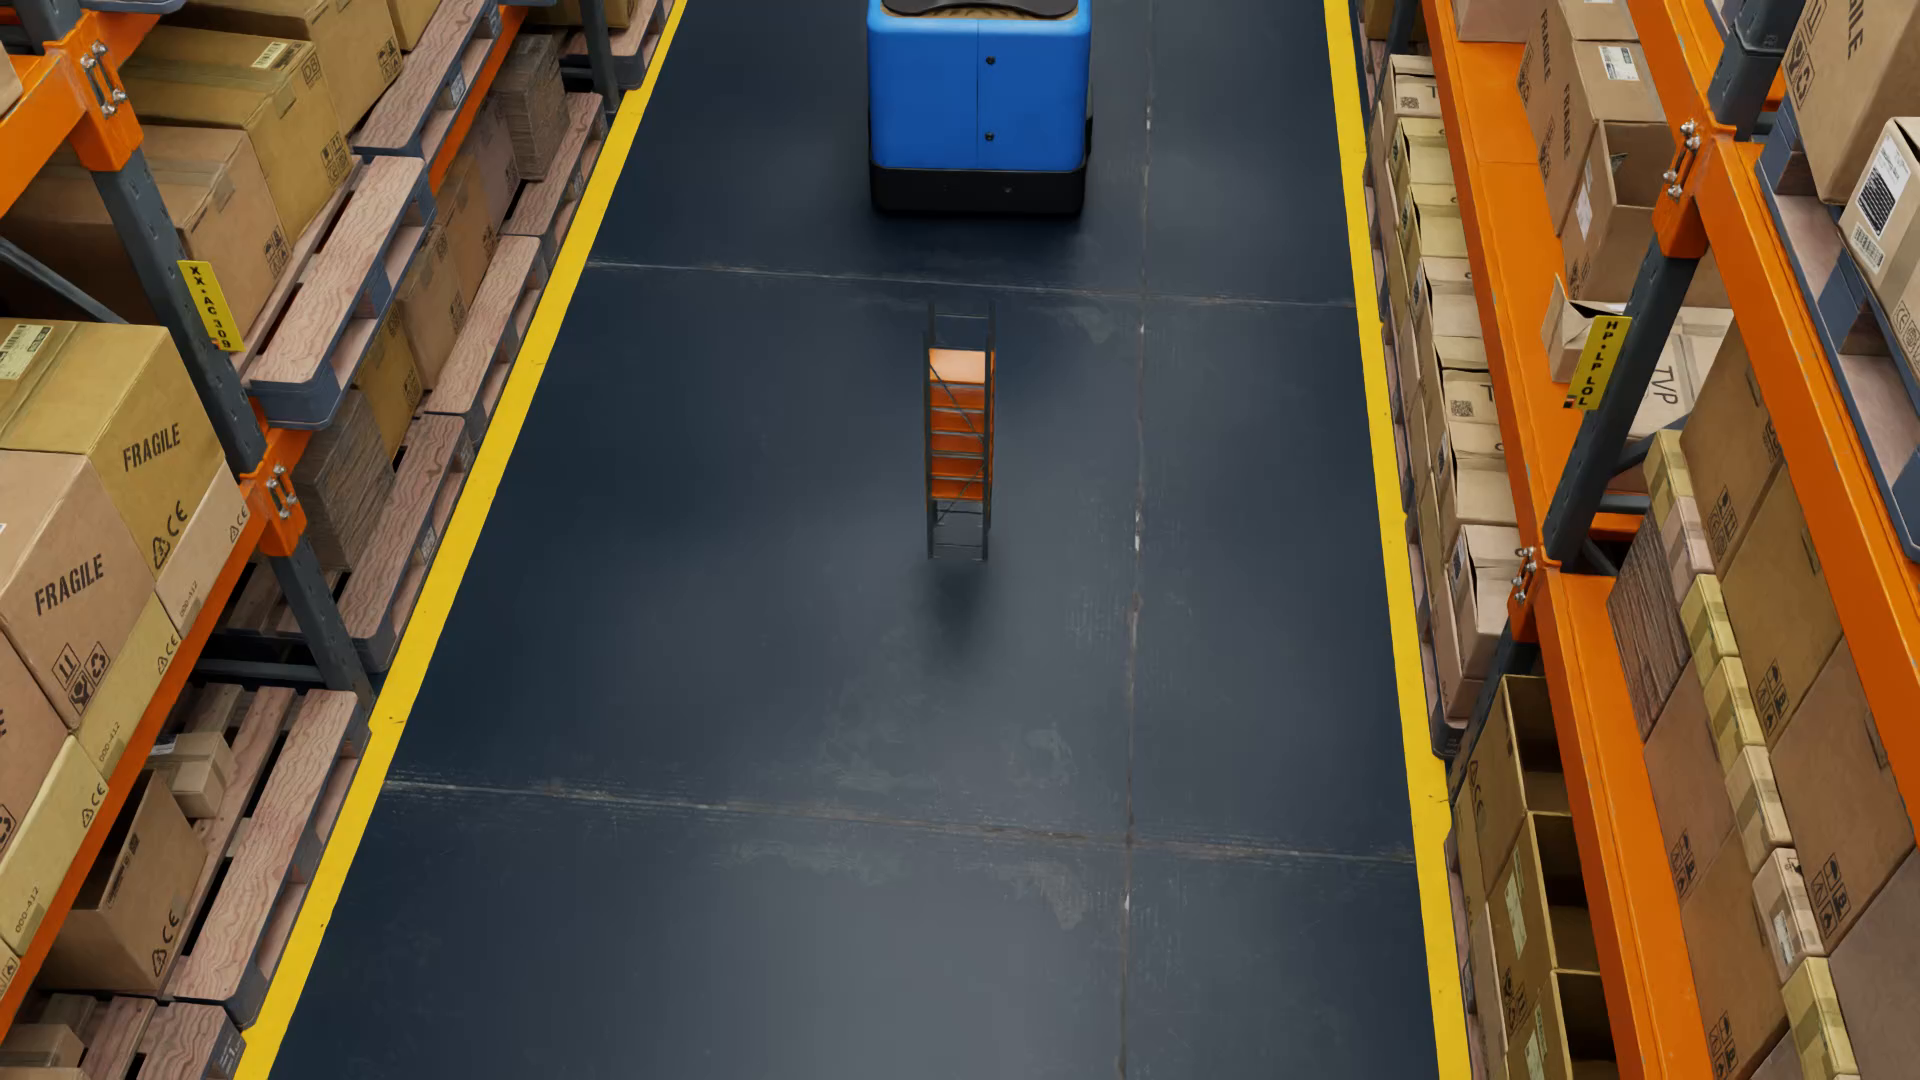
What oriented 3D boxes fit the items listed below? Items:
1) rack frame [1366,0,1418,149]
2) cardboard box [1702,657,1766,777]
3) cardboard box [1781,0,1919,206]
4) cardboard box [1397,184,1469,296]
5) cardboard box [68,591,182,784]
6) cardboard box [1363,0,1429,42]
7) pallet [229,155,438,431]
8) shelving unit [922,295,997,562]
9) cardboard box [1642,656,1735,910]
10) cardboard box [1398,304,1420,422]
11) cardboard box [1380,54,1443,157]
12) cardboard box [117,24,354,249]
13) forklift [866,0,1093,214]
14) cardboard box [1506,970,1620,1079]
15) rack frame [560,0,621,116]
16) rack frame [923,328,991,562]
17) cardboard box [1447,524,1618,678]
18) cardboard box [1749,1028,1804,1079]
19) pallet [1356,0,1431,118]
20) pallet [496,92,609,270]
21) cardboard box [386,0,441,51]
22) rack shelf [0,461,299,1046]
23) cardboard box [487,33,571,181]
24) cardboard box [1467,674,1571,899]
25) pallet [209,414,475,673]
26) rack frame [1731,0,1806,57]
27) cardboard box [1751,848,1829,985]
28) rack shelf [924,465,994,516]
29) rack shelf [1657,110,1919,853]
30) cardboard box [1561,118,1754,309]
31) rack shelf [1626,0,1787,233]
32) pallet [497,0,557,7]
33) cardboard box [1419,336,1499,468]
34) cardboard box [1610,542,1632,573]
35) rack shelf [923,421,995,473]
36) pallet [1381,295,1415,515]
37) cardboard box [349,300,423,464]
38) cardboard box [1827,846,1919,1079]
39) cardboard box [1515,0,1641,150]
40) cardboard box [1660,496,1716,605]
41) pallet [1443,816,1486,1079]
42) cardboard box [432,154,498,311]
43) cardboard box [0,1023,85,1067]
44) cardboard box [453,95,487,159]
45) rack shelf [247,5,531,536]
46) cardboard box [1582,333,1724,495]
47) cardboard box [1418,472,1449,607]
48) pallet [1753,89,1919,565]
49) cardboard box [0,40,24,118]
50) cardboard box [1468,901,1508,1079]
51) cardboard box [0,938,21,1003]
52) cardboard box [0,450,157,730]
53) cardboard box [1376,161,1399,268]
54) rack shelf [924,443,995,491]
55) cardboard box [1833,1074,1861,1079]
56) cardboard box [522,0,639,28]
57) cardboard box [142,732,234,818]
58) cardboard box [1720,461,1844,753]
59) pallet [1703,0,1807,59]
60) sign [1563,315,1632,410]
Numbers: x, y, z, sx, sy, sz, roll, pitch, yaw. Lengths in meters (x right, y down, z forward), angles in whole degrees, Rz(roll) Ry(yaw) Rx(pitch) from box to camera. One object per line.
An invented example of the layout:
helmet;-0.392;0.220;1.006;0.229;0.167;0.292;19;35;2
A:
rack frame;2.610;-3.016;7.502;1.000;3.000;0.127;4;48;4
cardboard box;1.961;0.422;3.850;0.380;0.149;0.250;3;48;3
cardboard box;1.937;-0.960;3.141;0.500;0.500;0.500;7;48;7
cardboard box;2.181;-1.293;7.125;0.500;0.311;0.500;3;48;2
cardboard box;-2.483;0.370;4.492;0.500;0.250;0.500;4;48;4
cardboard box;2.461;-3.024;8.905;0.500;0.500;0.500;6;48;5
pallet;-2.474;-0.894;5.691;1.003;0.211;1.213;4;48;4
shelving unit;-0.001;-0.394;6.323;0.258;1.200;0.189;4;48;4
cardboard box;2.169;0.604;4.123;0.700;0.500;0.500;3;48;3
cardboard box;2.136;-0.736;6.995;0.500;0.250;0.500;5;48;4
cardboard box;2.269;-2.054;7.821;0.500;0.311;0.500;5;48;5
cardboard box;-2.550;-1.371;5.632;0.700;0.500;0.500;8;48;8
forklift;0.139;-3.666;8.143;1.130;2.935;3.031;2;48;1
cardboard box;1.800;1.511;4.432;0.500;0.500;0.500;4;48;4
rack frame;-2.324;-3.347;7.804;1.000;3.000;0.127;4;48;4
rack frame;-0.010;-0.327;6.262;0.240;1.200;0.006;4;48;4
cardboard box;1.996;0.203;5.756;0.500;0.311;0.500;4;48;4
cardboard box;2.074;1.349;3.442;0.700;0.500;0.500;5;48;5
pallet;2.715;-2.621;9.030;1.003;0.211;1.213;4;48;4
pallet;-2.397;-1.831;8.308;1.003;0.211;1.213;4;48;4
cardboard box;-2.448;-2.266;6.450;0.700;0.500;0.500;4;48;4
rack shelf;-2.871;1.305;4.037;1.077;0.370;4.000;4;48;4
cardboard box;-2.338;-2.119;8.077;0.700;0.500;0.500;4;48;4
cardboard box;1.891;0.776;5.104;0.500;0.500;0.500;4;48;4
pallet;-2.619;-0.038;6.668;1.003;0.211;1.213;4;48;4
rack frame;2.245;-2.102;2.600;1.000;3.000;0.127;4;48;4
cardboard box;1.914;0.802;3.502;0.380;0.149;0.250;3;48;2
rack shelf;-0.001;-0.202;6.533;0.258;0.103;0.180;4;48;4
rack shelf;2.063;0.623;2.628;1.077;0.370;4.000;4;48;4
cardboard box;2.379;-1.061;5.646;0.500;0.500;0.500;7;48;6
rack shelf;2.427;-2.316;5.316;1.077;0.370;4.000;4;48;4
pallet;-2.283;-2.751;7.389;1.213;0.211;1.003;4;48;4
cardboard box;2.085;-0.546;6.441;0.500;0.311;0.500;4;48;3
cardboard box;2.531;0.233;5.729;0.500;0.311;0.500;4;48;4
rack shelf;-0.001;-0.364;6.356;0.258;0.103;0.180;4;48;4
pallet;2.382;-0.579;7.162;1.003;0.211;1.213;4;48;4
cardboard box;-2.641;-0.637;6.722;0.700;0.500;0.500;3;48;3
cardboard box;2.074;0.884;2.987;0.700;0.500;0.500;4;48;4
cardboard box;2.473;-1.816;6.336;0.500;0.500;0.500;2;48;1
cardboard box;2.005;0.039;4.200;0.380;0.149;0.250;5;48;4
pallet;2.131;1.446;5.311;1.003;0.211;1.213;4;48;4
cardboard box;-2.517;-1.381;7.402;0.700;0.500;0.500;4;48;3
cardboard box;-2.854;1.580;4.932;0.380;0.149;0.250;0;48;0
cardboard box;-2.452;-1.957;7.421;0.500;0.250;0.500;5;48;4
rack shelf;-2.506;-1.634;6.725;1.077;0.370;4.000;4;48;4
cardboard box;2.246;-0.391;5.202;0.500;0.250;0.500;7;48;6
cardboard box;2.042;0.013;6.310;0.500;0.250;0.500;3;48;3
pallet;2.193;-0.431;3.165;1.003;0.211;1.213;4;48;4
cardboard box;-2.488;-1.071;3.608;0.500;0.500;0.500;5;48;5
cardboard box;1.850;1.397;5.044;0.500;0.250;0.500;4;48;4
cardboard box;-2.559;1.111;3.815;0.500;0.250;0.500;4;48;4
cardboard box;-2.463;0.119;4.214;0.500;0.500;0.500;4;48;3
cardboard box;2.224;-1.496;7.690;0.500;0.250;0.500;3;48;2
rack shelf;-0.001;-0.283;6.445;0.258;0.103;0.180;4;48;4
cardboard box;1.865;1.176;3.160;0.380;0.149;0.250;3;48;3
cardboard box;-2.126;-3.294;8.929;0.750;0.750;0.750;3;48;3
cardboard box;-2.707;0.796;5.637;0.380;0.166;0.250;-2;48;-2
cardboard box;2.166;0.149;3.660;0.700;0.500;0.500;4;48;3
pallet;2.312;-1.674;4.371;0.805;0.209;1.217;2;48;2
sign;1.704;-0.470;4.442;0.100;0.325;0.005;4;48;4
